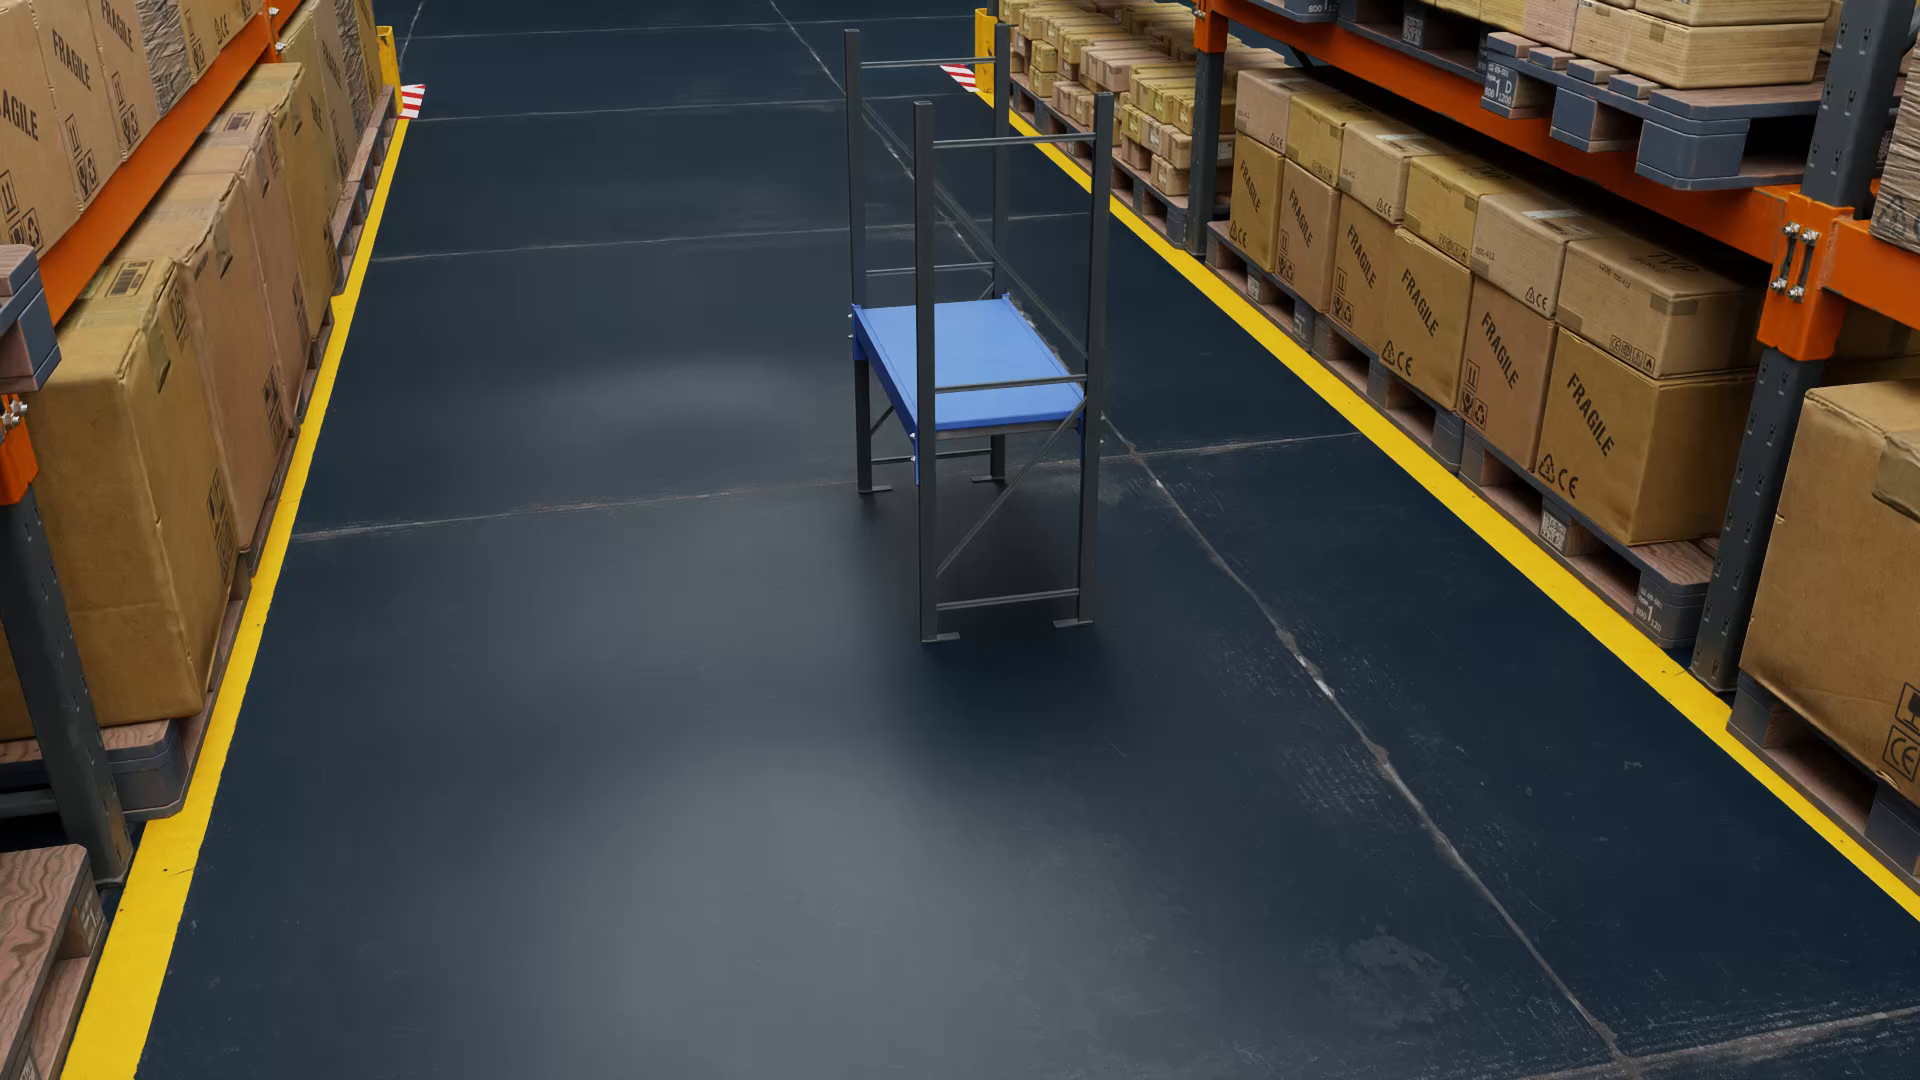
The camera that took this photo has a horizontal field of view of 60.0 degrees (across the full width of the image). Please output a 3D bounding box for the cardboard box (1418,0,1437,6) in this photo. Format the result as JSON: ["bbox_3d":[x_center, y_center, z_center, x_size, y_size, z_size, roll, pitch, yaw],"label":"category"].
[{"bbox_3d":[1.641,-1.810,5.320,0.380,0.149,0.250,-5,27,-10],"label":"cardboard box"}]

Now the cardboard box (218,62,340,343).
[{"bbox_3d":[-3.109,-1.258,6.305,1.225,0.875,0.875,-6,27,-11],"label":"cardboard box"}]

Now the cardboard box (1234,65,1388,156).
[{"bbox_3d":[1.492,-1.812,6.987,0.500,0.250,0.500,-7,28,-14],"label":"cardboard box"}]

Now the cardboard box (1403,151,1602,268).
[{"bbox_3d":[1.851,-1.126,5.628,0.500,0.250,0.500,-5,27,-10],"label":"cardboard box"}]

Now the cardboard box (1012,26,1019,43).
[{"bbox_3d":[0.549,-3.305,10.836,0.380,0.149,0.250,-5,27,-9],"label":"cardboard box"}]

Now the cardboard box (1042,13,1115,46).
[{"bbox_3d":[0.716,-3.096,10.093,0.380,0.149,0.250,-7,28,-14],"label":"cardboard box"}]

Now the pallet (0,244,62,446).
[{"bbox_3d":[-2.107,-0.154,2.439,1.213,0.211,1.003,-6,27,-12],"label":"pallet"}]

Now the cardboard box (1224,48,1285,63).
[{"bbox_3d":[1.539,-2.575,9.060,0.380,0.149,0.250,-5,27,-10],"label":"cardboard box"}]

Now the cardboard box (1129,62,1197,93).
[{"bbox_3d":[1.107,-2.406,8.725,0.380,0.149,0.250,-5,27,-10],"label":"cardboard box"}]

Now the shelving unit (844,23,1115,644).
[{"bbox_3d":[0.019,-0.632,4.838,0.538,1.500,1.048,-6,27,-12],"label":"shelving unit"}]

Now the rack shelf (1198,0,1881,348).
[{"bbox_3d":[2.033,-1.558,5.806,1.077,0.370,4.000,-6,27,-12],"label":"rack shelf"}]

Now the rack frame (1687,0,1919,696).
[{"bbox_3d":[2.484,-1.001,3.904,1.000,3.000,0.127,-6,27,-12],"label":"rack frame"}]

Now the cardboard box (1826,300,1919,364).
[{"bbox_3d":[2.565,-0.735,4.852,0.500,0.250,0.500,-7,28,-14],"label":"cardboard box"}]

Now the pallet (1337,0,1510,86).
[{"bbox_3d":[1.998,-1.780,5.661,1.003,0.211,1.213,-6,27,-12],"label":"pallet"}]

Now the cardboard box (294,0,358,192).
[{"bbox_3d":[-3.546,-2.230,8.230,0.875,0.875,0.875,-6,27,-12],"label":"cardboard box"}]

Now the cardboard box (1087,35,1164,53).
[{"bbox_3d":[0.934,-2.753,9.412,0.380,0.149,0.250,-6,27,-11],"label":"cardboard box"}]

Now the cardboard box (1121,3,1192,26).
[{"bbox_3d":[1.230,-3.270,10.437,0.380,0.149,0.250,-7,28,-13],"label":"cardboard box"}]

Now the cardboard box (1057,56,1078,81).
[{"bbox_3d":[0.802,-2.850,9.935,0.380,0.149,0.250,-7,28,-14],"label":"cardboard box"}]

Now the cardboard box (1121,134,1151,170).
[{"bbox_3d":[1.063,-2.041,8.663,0.380,0.149,0.250,-7,28,-13],"label":"cardboard box"}]

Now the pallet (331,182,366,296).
[{"bbox_3d":[-3.368,-1.395,7.779,1.003,0.211,1.213,-6,27,-12],"label":"pallet"}]

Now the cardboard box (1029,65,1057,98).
[{"bbox_3d":[0.640,-2.827,10.220,0.380,0.149,0.250,-6,27,-11],"label":"cardboard box"}]

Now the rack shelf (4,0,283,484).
[{"bbox_3d":[-2.822,-1.099,4.896,1.077,0.370,4.000,-6,27,-12],"label":"rack shelf"}]

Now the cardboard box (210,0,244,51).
[{"bbox_3d":[-2.796,-1.947,5.667,0.500,0.500,0.500,-5,27,-10],"label":"cardboard box"}]

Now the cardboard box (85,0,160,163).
[{"bbox_3d":[-2.453,-1.278,4.342,0.500,0.500,0.500,-6,27,-13],"label":"cardboard box"}]

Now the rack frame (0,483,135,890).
[{"bbox_3d":[-2.371,-0.542,2.994,1.000,3.000,0.127,-6,27,-12],"label":"rack frame"}]

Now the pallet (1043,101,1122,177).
[{"bbox_3d":[1.118,-2.340,9.652,1.003,0.211,1.213,-6,27,-12],"label":"pallet"}]

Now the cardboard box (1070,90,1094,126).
[{"bbox_3d":[0.849,-2.488,9.547,0.380,0.149,0.250,-6,27,-12],"label":"cardboard box"}]

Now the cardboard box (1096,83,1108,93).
[{"bbox_3d":[0.973,-2.494,9.229,0.380,0.149,0.250,-7,28,-14],"label":"cardboard box"}]

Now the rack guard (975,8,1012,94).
[{"bbox_3d":[0.698,-3.364,11.360,1.175,0.500,0.348,-6,27,-12],"label":"rack guard"}]

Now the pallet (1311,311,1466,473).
[{"bbox_3d":[2.038,-0.634,6.272,1.003,0.211,1.213,-6,27,-12],"label":"pallet"}]

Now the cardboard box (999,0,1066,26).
[{"bbox_3d":[0.468,-3.429,10.752,0.380,0.149,0.250,-7,28,-14],"label":"cardboard box"}]

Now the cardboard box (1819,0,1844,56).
[{"bbox_3d":[2.520,-1.411,4.529,0.380,0.149,0.250,-5,27,-9],"label":"cardboard box"}]

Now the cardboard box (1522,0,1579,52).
[{"bbox_3d":[1.813,-1.468,4.643,0.380,0.149,0.250,-5,27,-11],"label":"cardboard box"}]

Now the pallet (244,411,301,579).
[{"bbox_3d":[-2.747,-0.185,5.383,1.003,0.211,1.213,-6,27,-12],"label":"pallet"}]

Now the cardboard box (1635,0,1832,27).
[{"bbox_3d":[1.929,-1.380,4.137,0.380,0.149,0.250,-5,27,-11],"label":"cardboard box"}]

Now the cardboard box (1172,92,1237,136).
[{"bbox_3d":[1.249,-2.067,8.054,0.380,0.149,0.250,-5,27,-10],"label":"cardboard box"}]

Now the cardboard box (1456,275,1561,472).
[{"bbox_3d":[1.968,-0.563,5.345,0.500,0.500,0.500,-5,27,-10],"label":"cardboard box"}]

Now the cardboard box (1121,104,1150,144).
[{"bbox_3d":[1.051,-2.144,8.537,0.380,0.149,0.250,-7,28,-13],"label":"cardboard box"}]

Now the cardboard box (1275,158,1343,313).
[{"bbox_3d":[1.612,-1.245,6.696,0.500,0.500,0.500,-5,27,-9],"label":"cardboard box"}]

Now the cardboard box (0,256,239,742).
[{"bbox_3d":[-2.506,-0.086,3.983,1.225,0.875,0.875,-7,28,-14],"label":"cardboard box"}]

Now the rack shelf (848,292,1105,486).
[{"bbox_3d":[0.019,-0.472,4.919,0.538,0.185,1.000,-6,27,-12],"label":"rack shelf"}]

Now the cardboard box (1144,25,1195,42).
[{"bbox_3d":[1.293,-2.910,9.725,0.380,0.149,0.250,-7,28,-13],"label":"cardboard box"}]
